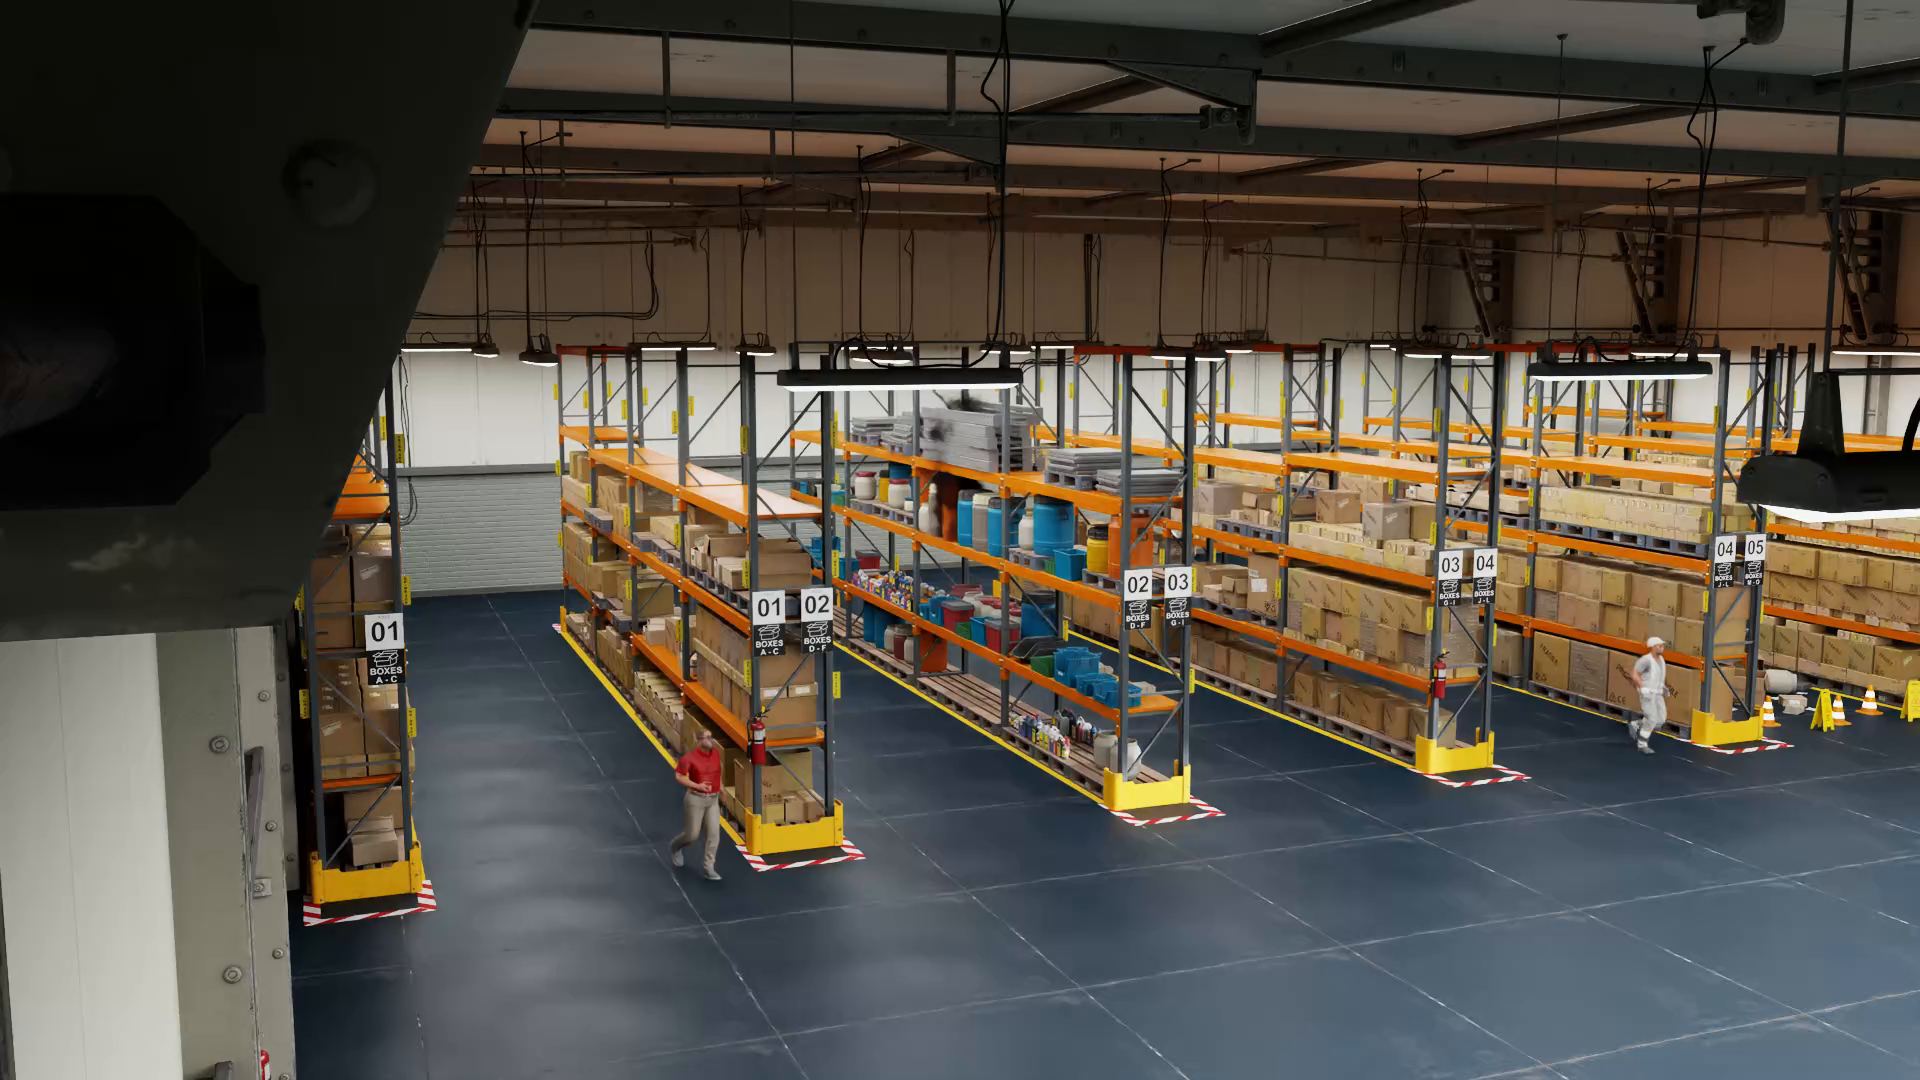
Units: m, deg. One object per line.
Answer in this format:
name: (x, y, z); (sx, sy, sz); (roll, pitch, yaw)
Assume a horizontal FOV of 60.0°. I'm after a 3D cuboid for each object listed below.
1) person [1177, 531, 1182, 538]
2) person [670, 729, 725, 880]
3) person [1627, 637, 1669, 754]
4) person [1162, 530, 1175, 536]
person: (5.649, 0.182, 41.498); (0.988, 1.774, 0.743); (-4, 8, -26)
person: (-2.977, 3.045, 19.333); (0.700, 1.680, 0.901); (-6, 9, -40)
person: (10.372, 2.309, 25.043); (0.702, 1.721, 0.575); (-5, 9, -32)
person: (5.131, 0.297, 41.280); (0.614, 1.627, 0.666); (-5, 9, -33)
